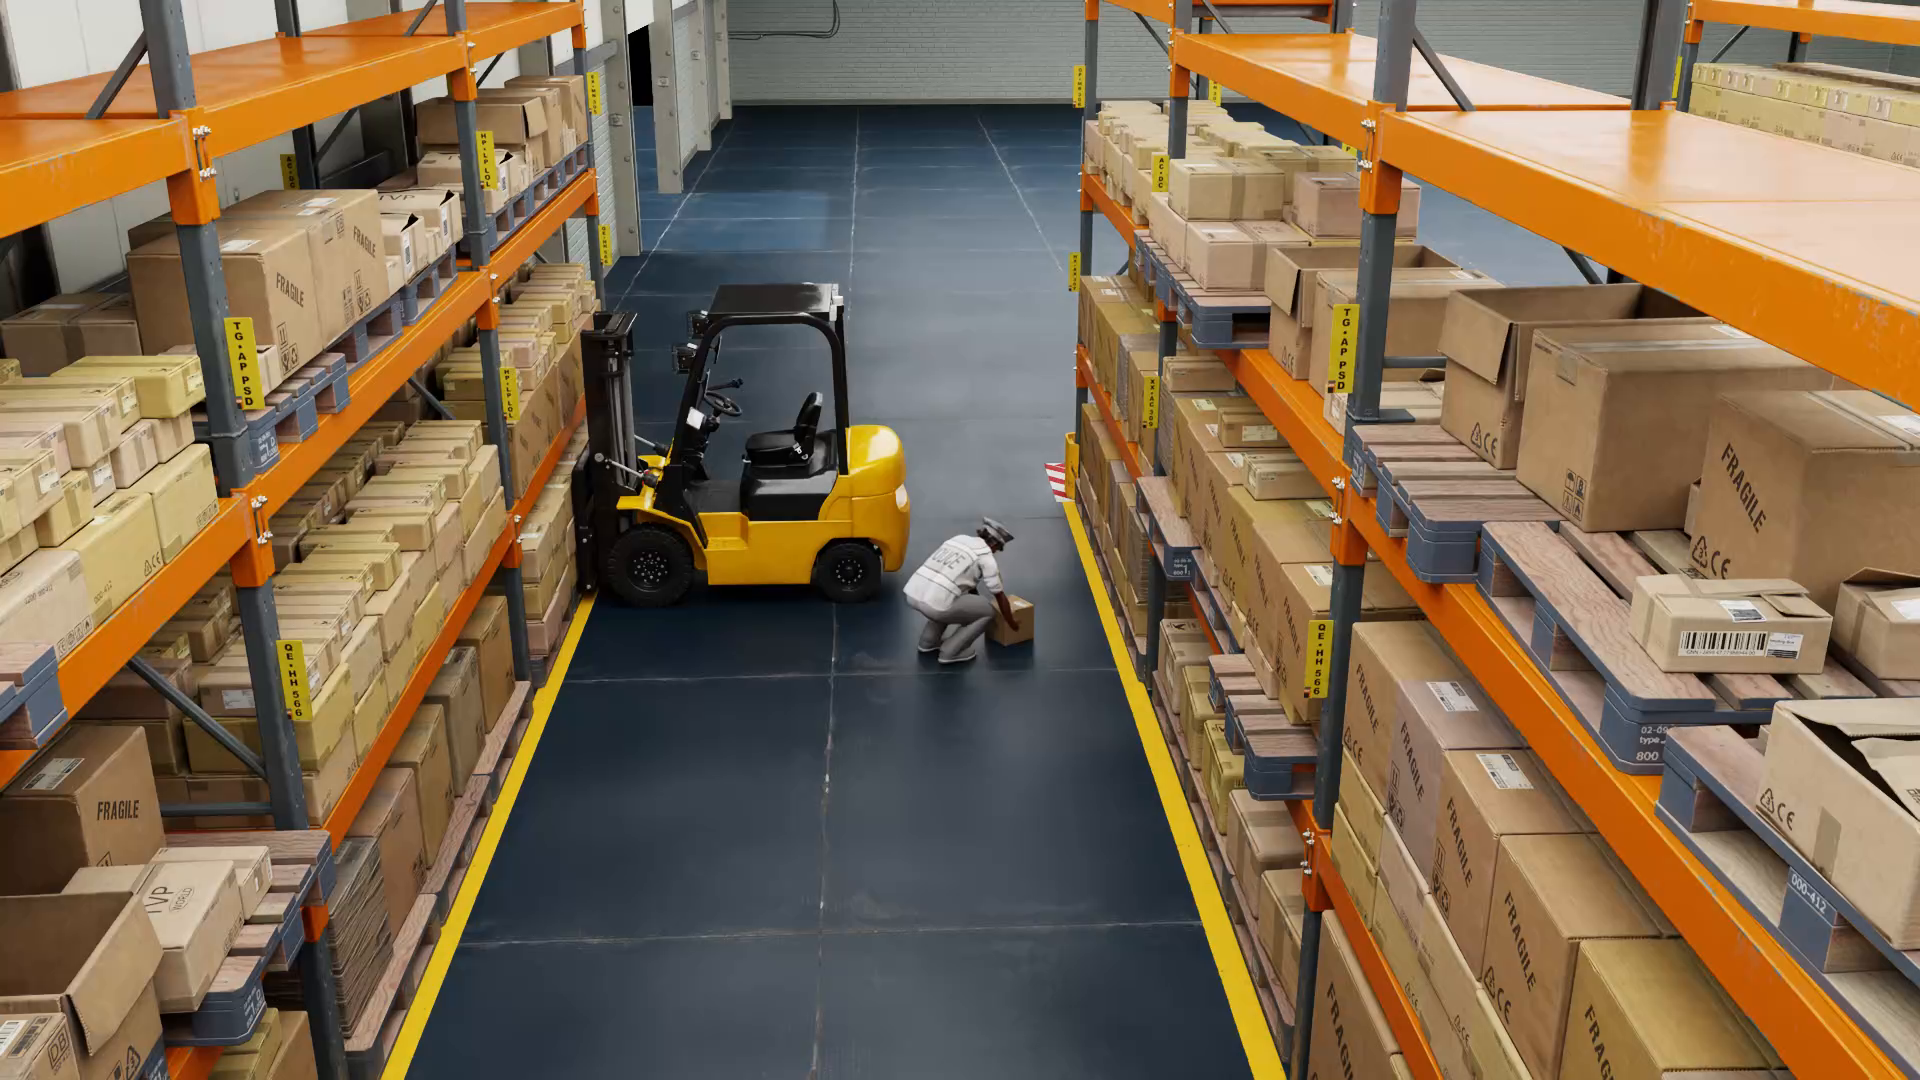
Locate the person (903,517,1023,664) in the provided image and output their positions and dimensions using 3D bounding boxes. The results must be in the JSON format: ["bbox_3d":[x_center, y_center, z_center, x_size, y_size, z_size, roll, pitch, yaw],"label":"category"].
[{"bbox_3d":[0.021,0.338,11.302,0.870,0.881,0.478,-14,25,-33],"label":"person"}]
